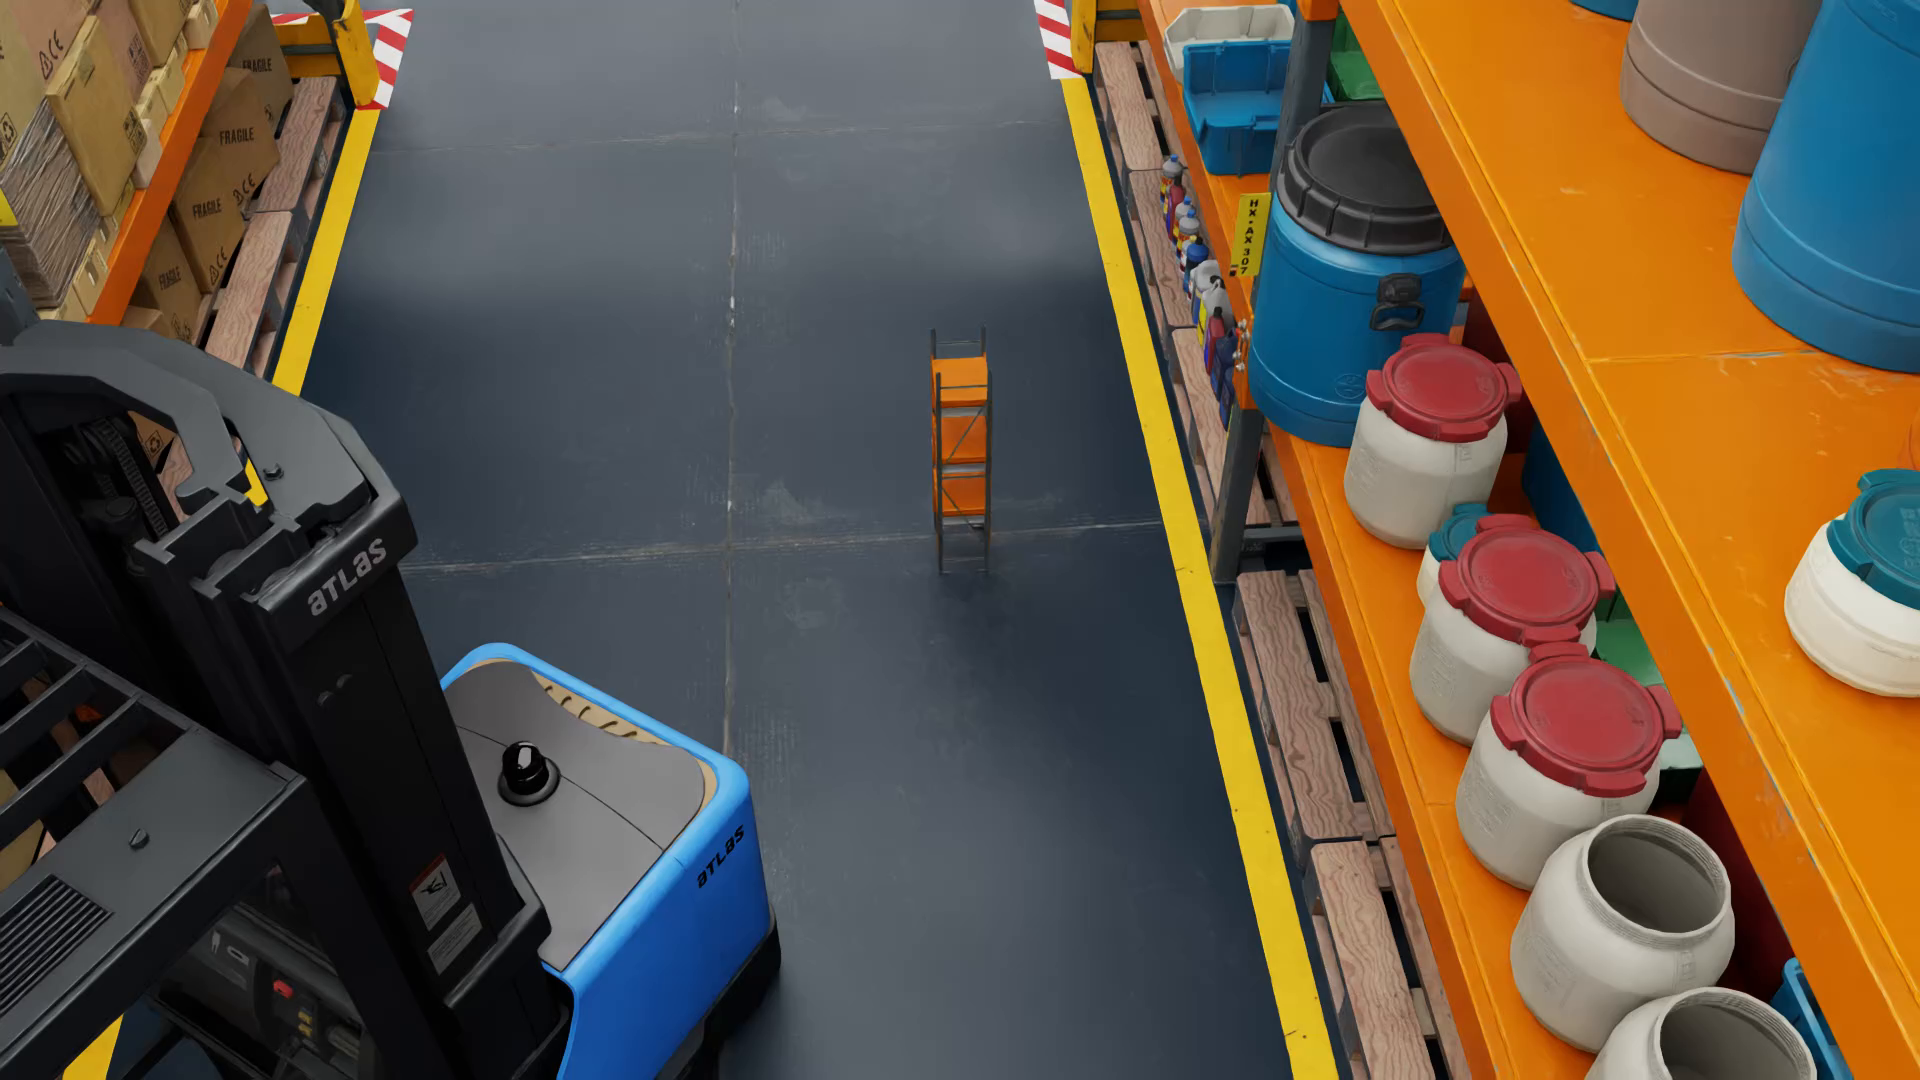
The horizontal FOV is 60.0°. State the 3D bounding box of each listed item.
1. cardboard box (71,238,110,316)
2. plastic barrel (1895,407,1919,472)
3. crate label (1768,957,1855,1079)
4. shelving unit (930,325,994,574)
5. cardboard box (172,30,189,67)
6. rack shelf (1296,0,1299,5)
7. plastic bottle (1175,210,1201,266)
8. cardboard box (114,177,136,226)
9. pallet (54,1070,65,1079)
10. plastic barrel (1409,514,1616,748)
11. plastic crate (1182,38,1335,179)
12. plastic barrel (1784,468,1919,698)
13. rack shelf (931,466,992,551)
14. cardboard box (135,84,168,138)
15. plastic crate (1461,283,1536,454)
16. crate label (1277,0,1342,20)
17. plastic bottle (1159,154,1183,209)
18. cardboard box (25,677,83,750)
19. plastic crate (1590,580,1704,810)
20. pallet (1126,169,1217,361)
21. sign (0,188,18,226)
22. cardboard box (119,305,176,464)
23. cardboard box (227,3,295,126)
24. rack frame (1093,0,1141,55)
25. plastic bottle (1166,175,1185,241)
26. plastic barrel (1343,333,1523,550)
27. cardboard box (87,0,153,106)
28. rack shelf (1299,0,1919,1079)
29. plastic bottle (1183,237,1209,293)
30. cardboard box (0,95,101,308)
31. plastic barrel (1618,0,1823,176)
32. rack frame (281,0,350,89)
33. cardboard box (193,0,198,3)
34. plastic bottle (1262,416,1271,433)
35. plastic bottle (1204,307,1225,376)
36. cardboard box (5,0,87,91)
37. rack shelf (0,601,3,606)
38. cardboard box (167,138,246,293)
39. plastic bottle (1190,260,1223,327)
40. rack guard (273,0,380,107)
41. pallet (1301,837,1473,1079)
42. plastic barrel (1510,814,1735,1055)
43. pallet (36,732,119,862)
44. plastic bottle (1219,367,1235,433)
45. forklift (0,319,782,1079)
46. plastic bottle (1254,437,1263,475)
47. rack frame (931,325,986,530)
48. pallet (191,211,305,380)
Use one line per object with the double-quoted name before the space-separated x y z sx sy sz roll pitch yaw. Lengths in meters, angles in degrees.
"cardboard box" -3.166 -0.893 5.703 0.380 0.149 0.250 -3 47 -3
"plastic barrel" 1.923 -0.291 2.598 0.600 0.830 0.708 -3 47 -3
"crate label" 2.017 1.221 3.503 0.502 0.435 0.616 -3 47 -3
"shelving unit" 0.004 -0.322 6.332 0.215 1.050 0.252 -3 47 -3
"cardboard box" -3.363 -1.974 6.727 0.380 0.149 0.250 -3 47 -3
"rack shelf" 1.328 -3.156 6.103 1.077 0.370 4.000 -3 47 -3
"plastic bottle" 1.039 -1.381 7.568 0.097 0.271 0.097 0 47 0
"cardboard box" -3.245 -1.253 6.044 0.380 0.149 0.250 -3 47 -3
"pallet" -3.268 1.782 4.916 1.003 0.211 1.213 -3 47 -3
"plastic barrel" 1.419 0.264 4.340 0.433 0.535 0.433 0 47 0
"plastic crate" 1.133 -1.658 6.357 0.499 0.251 0.616 -3 47 -3
"plastic barrel" 1.492 0.079 2.639 0.301 0.262 0.301 0 47 0
"rack shelf" 0.004 -0.124 6.542 0.215 0.259 0.240 -3 47 -3
"cardboard box" -3.287 -1.615 6.386 0.380 0.149 0.250 -3 47 -3
"plastic crate" 1.841 -0.616 5.223 0.402 0.464 0.583 -3 47 -3
"crate label" 1.584 -2.516 7.043 0.502 0.435 0.616 -3 47 -3
"plastic bottle" 1.002 -1.702 7.872 0.097 0.271 0.097 0 47 0
"cardboard box" -3.410 0.529 5.601 0.700 0.500 0.500 -7 47 -6
"plastic crate" 1.923 0.390 4.460 0.450 0.188 0.662 -3 47 -3
"pallet" 1.376 -1.340 7.873 1.003 0.211 1.213 -3 47 -3
"sign" -2.887 -1.059 4.889 0.100 0.325 0.005 -3 47 -3
"cardboard box" -3.489 -0.615 6.699 0.500 0.500 0.500 10 47 9
"cardboard box" -3.739 -2.350 8.342 0.500 0.500 0.500 4 47 4
"rack frame" 1.161 -3.819 8.301 1.000 3.000 0.127 -3 47 -3
"plastic bottle" 1.003 -1.541 7.711 0.061 0.283 0.133 -3 47 -3
"plastic barrel" 1.357 -0.267 4.843 0.433 0.535 0.433 0 47 0
"cardboard box" -3.565 -1.810 6.124 0.875 0.500 0.500 -3 47 -3
"rack shelf" 1.663 -0.262 3.362 1.077 0.370 4.000 -3 47 -3
"plastic bottle" 1.056 -1.235 7.430 0.097 0.271 0.097 0 47 0
"cardboard box" -3.416 -1.090 5.443 0.875 0.500 0.500 -3 47 -3
"plastic barrel" 1.809 -1.301 3.505 0.600 0.901 0.600 0 47 0
"rack frame" -3.775 -3.518 8.016 1.000 3.000 0.127 -3 47 -3
"cardboard box" -3.596 -2.537 6.813 0.875 0.500 0.500 -3 47 -3
"plastic bottle" 1.298 -0.623 6.795 0.144 0.351 0.185 -3 47 -3
"plastic bottle" 1.083 -0.845 7.052 0.061 0.283 0.133 -1 47 -1
"cardboard box" -3.268 -1.808 5.434 0.500 0.500 0.500 -3 47 -3
"rack shelf" -3.272 1.070 4.166 1.077 0.370 4.000 -3 47 -3
"cardboard box" -3.621 -1.466 7.505 0.500 0.500 0.500 0 47 0
"plastic bottle" 1.102 -1.079 7.279 0.152 0.276 0.135 -3 47 -3
"rack guard" -3.768 -2.604 8.872 1.175 0.500 0.348 -3 47 -3
"pallet" 1.705 1.484 5.199 1.003 0.211 1.213 -3 47 -3
"plastic barrel" 1.496 0.894 3.760 0.421 0.512 0.421 0 47 0
"pallet" -3.373 0.898 5.754 1.003 0.211 1.213 -3 47 -3
"plastic bottle" 1.155 -0.614 6.787 0.144 0.351 0.185 -5 47 -4
"forklift" -1.771 1.111 3.679 1.130 2.935 3.031 24 51 21
"plastic bottle" 1.155 -0.358 6.647 0.097 0.201 0.097 0 47 0
"rack frame" -0.006 -0.411 6.416 0.200 1.050 0.008 -3 47 -3
"pallet" -3.637 -1.034 7.584 1.003 0.211 1.213 -3 47 -3
